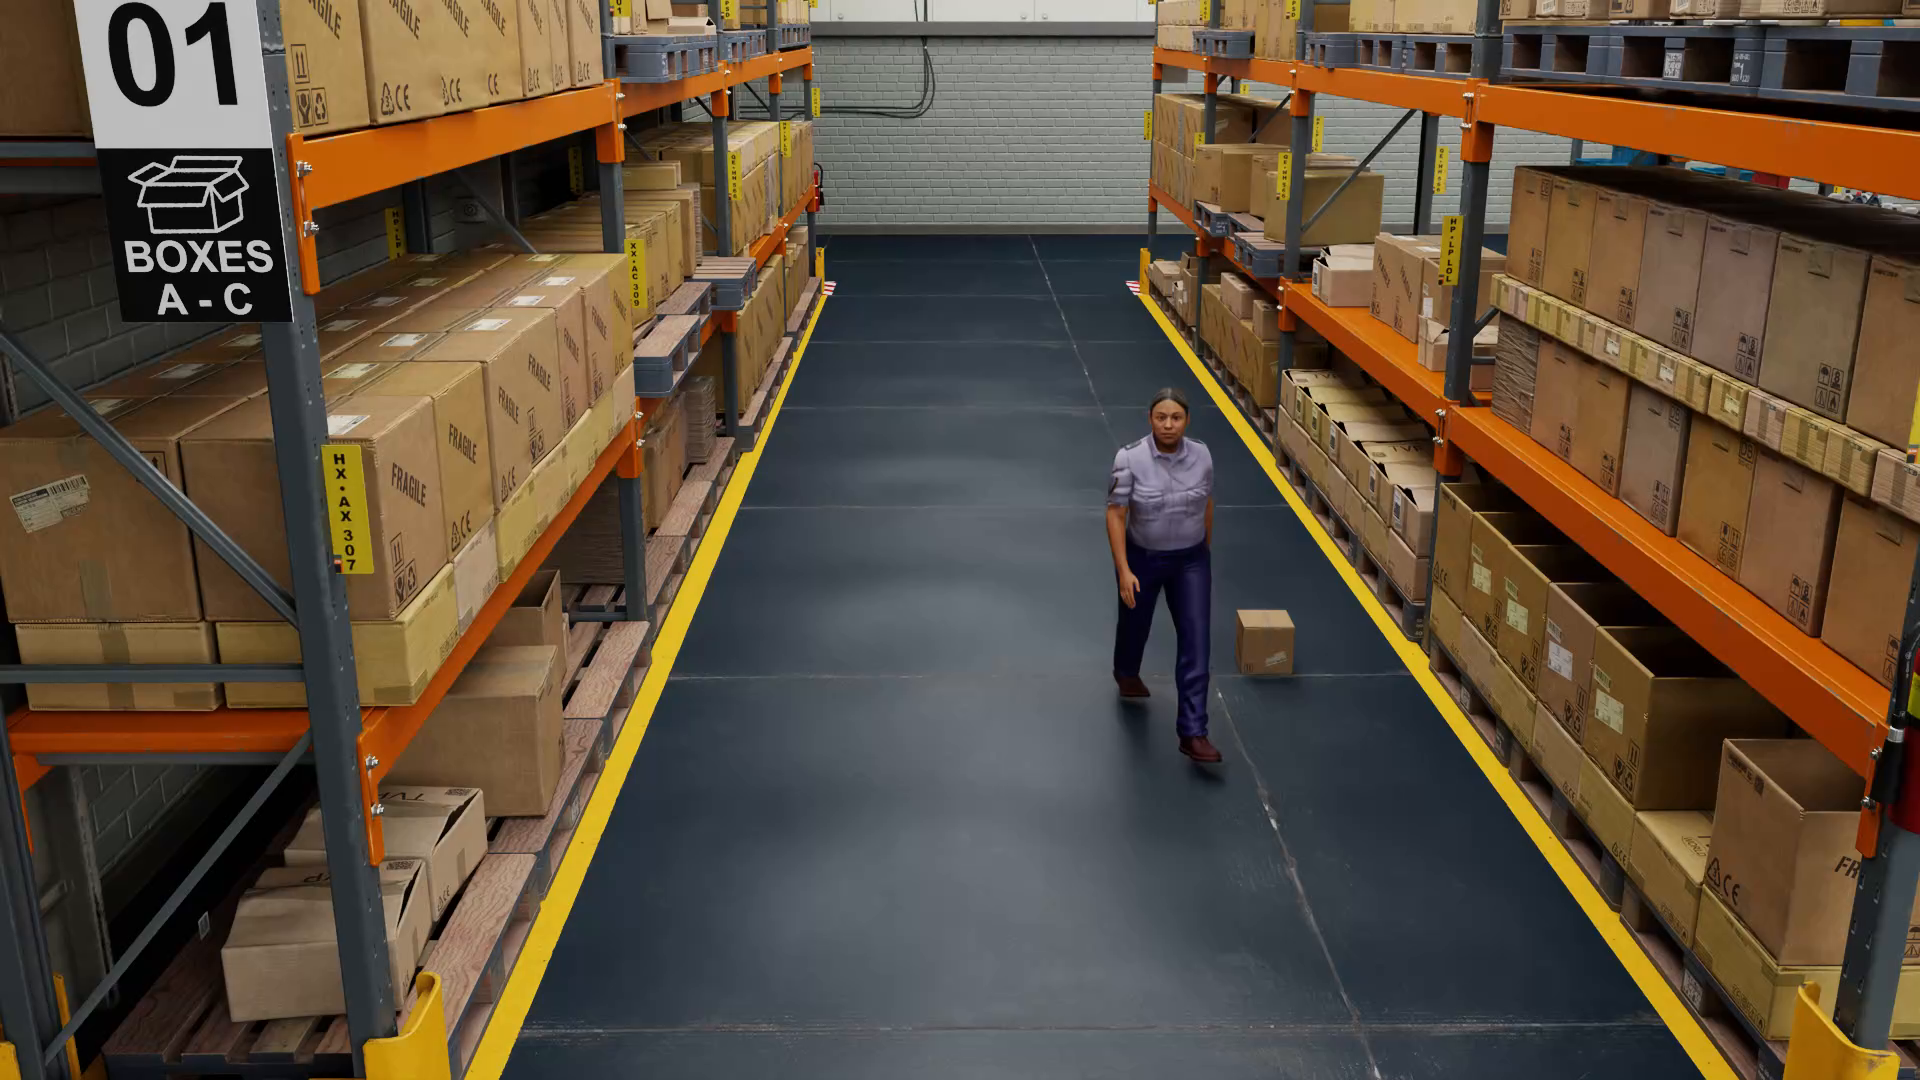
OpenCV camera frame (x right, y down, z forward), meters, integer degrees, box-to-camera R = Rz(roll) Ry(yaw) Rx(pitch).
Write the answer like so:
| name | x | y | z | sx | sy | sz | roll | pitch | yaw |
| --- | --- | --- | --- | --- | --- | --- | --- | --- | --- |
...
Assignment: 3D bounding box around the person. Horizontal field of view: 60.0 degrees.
| name | x | y | z | sx | sy | sz | roll | pitch | yaw |
| --- | --- | --- | --- | --- | --- | --- | --- | --- | --- |
| person | 0.883 | 0.095 | 7.281 | 0.513 | 1.573 | 1.073 | 0 | 17 | -1 |
